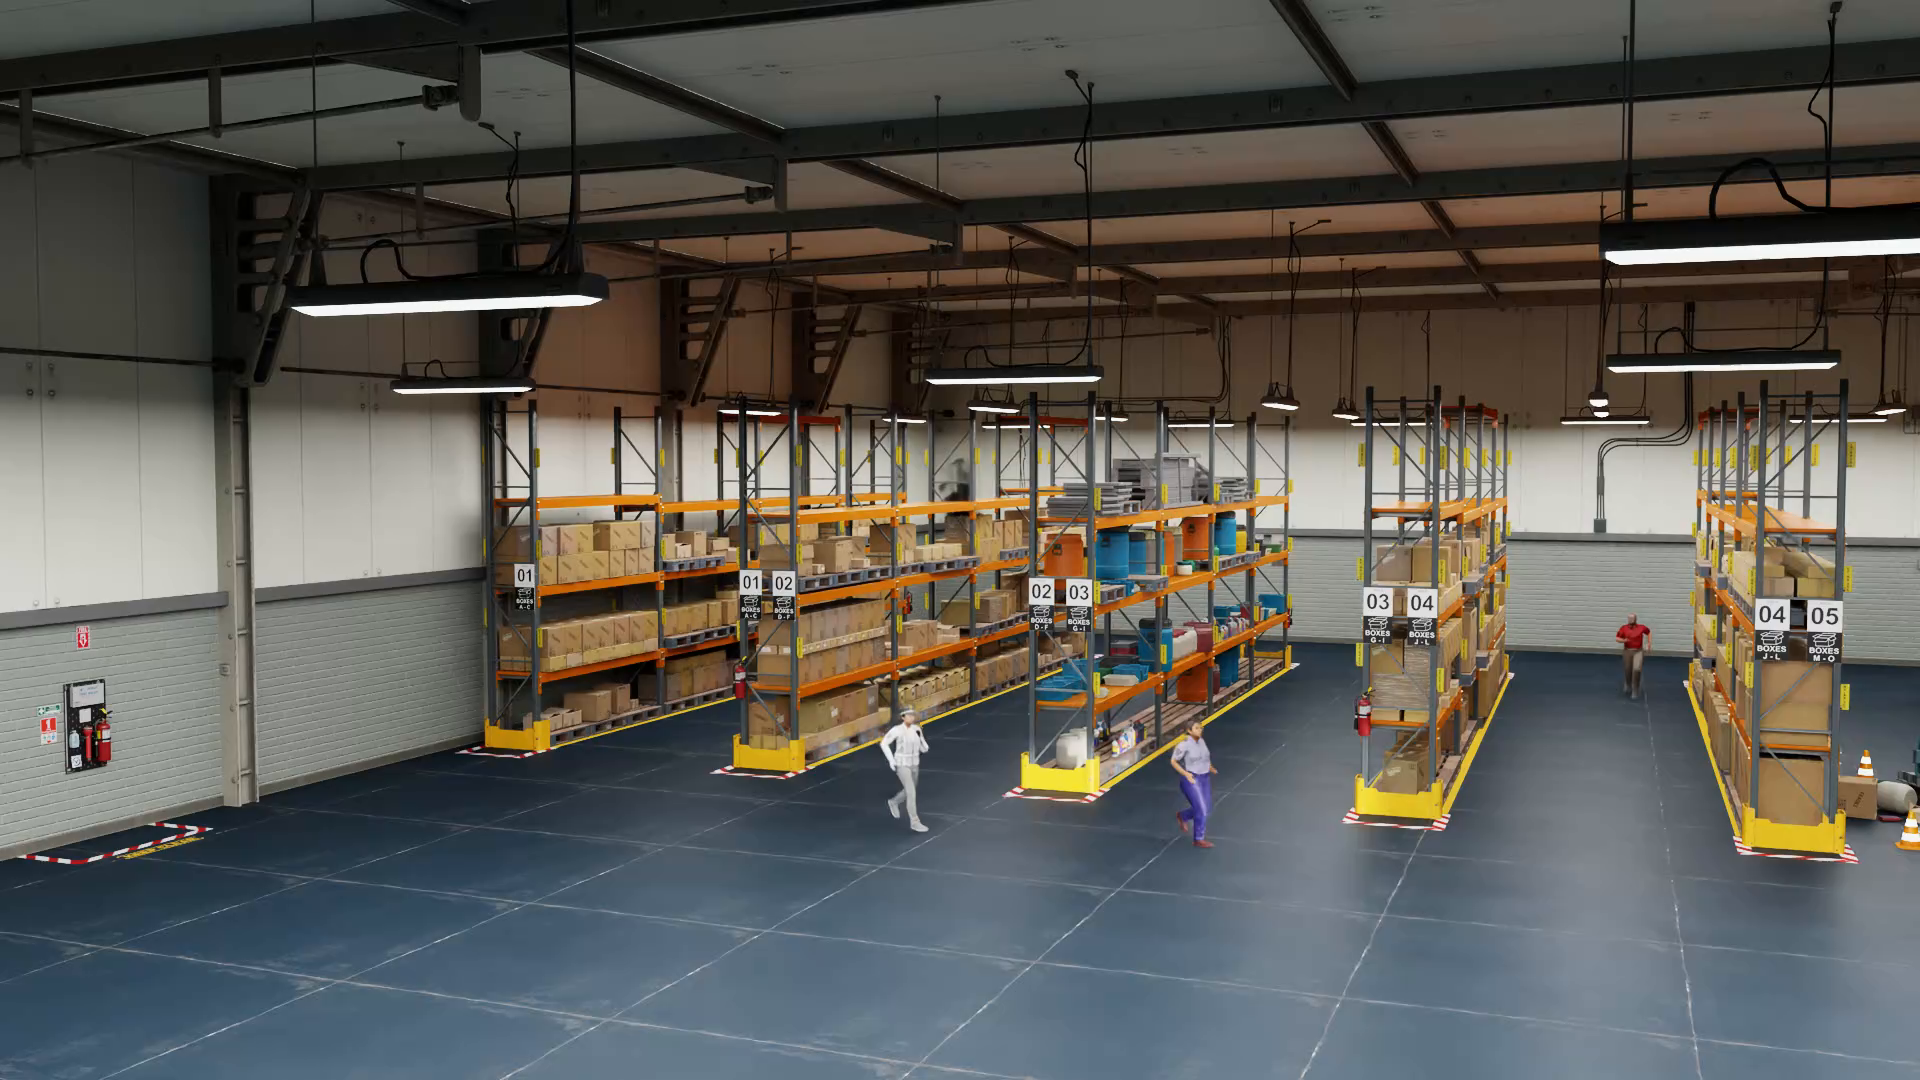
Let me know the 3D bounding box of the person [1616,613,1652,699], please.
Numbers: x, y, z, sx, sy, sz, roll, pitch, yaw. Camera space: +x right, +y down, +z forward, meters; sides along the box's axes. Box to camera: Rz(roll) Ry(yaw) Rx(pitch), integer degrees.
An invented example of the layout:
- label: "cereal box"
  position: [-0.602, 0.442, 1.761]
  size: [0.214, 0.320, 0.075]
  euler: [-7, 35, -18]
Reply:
- label: "person"
  position: [14.165, 2.425, 34.975]
  size: [0.673, 1.786, 0.928]
  euler: [2, 3, 29]

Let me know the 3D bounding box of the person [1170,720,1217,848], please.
- label: "person"
  position: [3.014, 3.141, 21.544]
  size: [0.615, 1.592, 0.727]
  euler: [-2, 4, -41]

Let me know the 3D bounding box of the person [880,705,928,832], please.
- label: "person"
  position: [-0.733, 3.038, 22.408]
  size: [0.614, 1.674, 0.879]
  euler: [-2, 4, -40]
